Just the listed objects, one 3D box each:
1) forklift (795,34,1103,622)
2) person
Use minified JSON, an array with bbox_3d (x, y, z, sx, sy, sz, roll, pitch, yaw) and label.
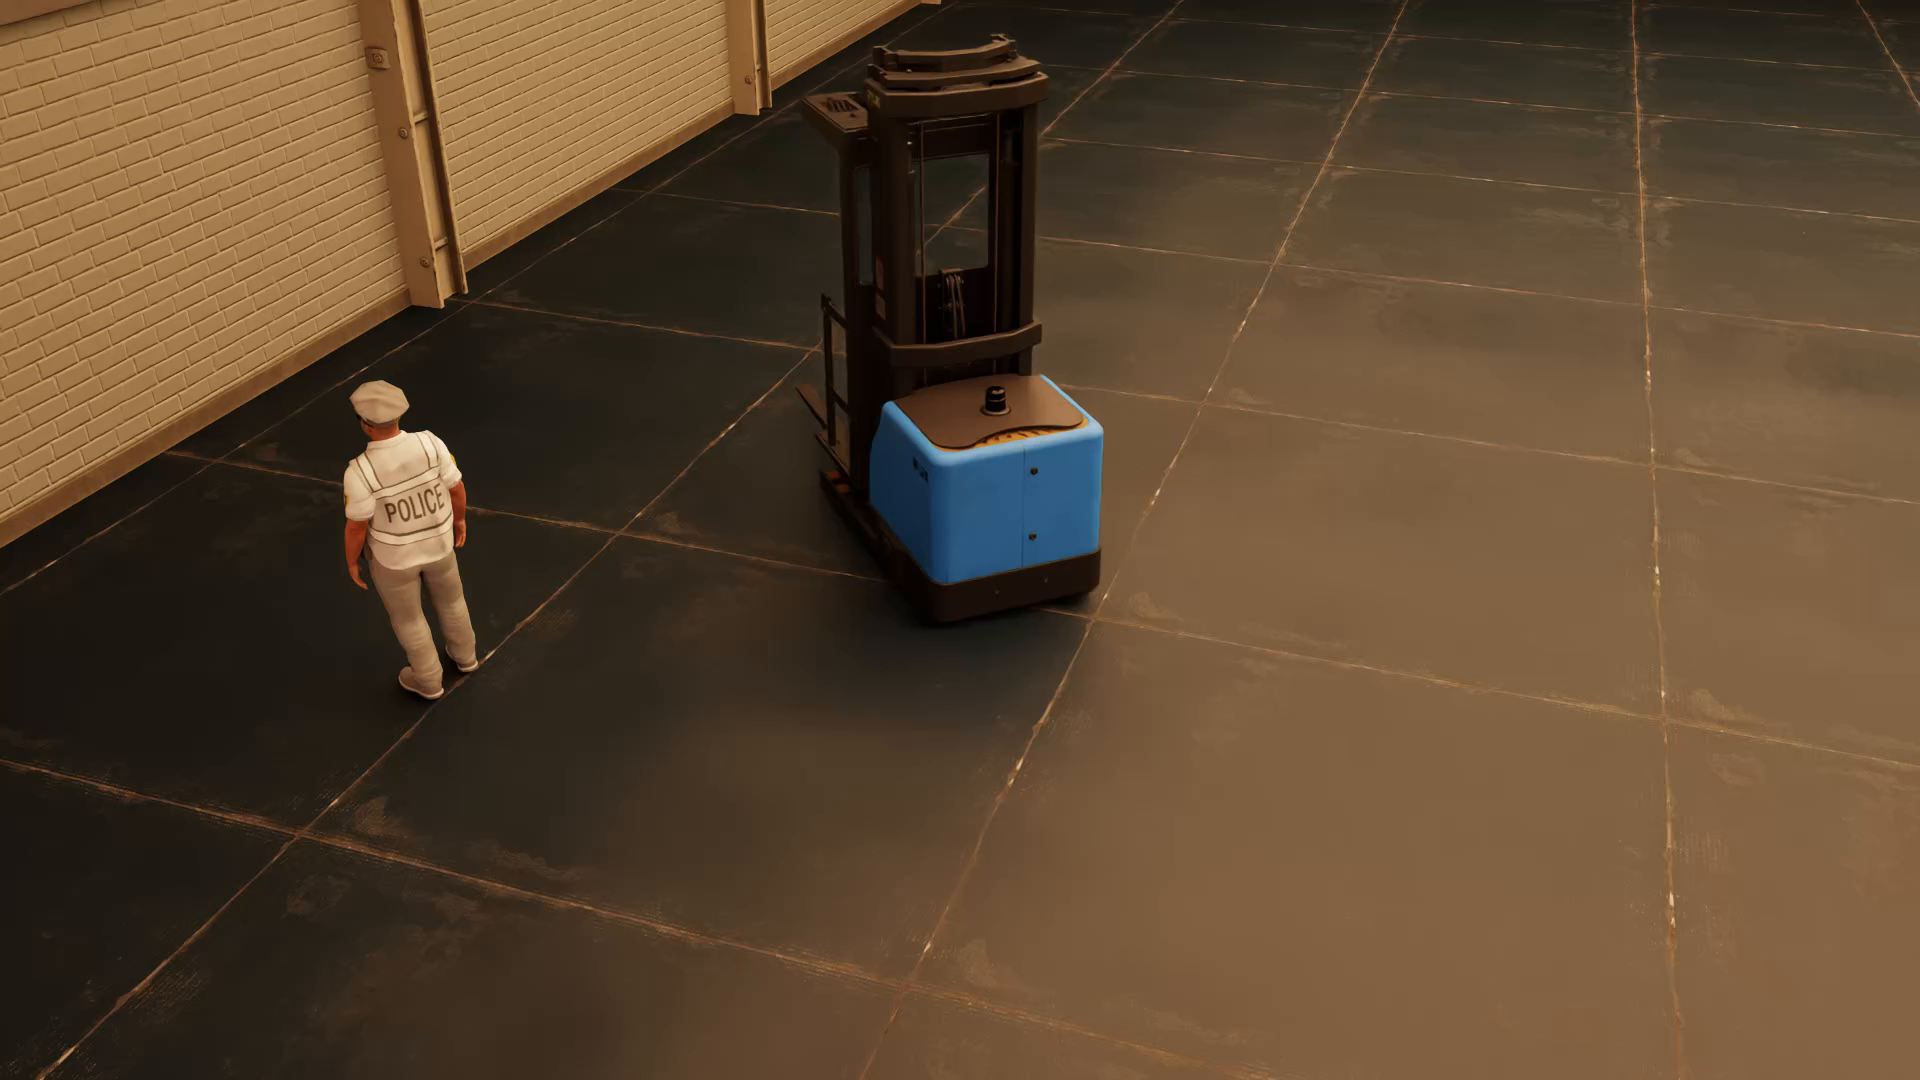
[{"bbox_3d":[-0.243,-1.535,9.829,1.130,2.935,3.031,-12,32,-20],"label":"forklift"},{"bbox_3d":[-2.778,-0.010,8.301,0.638,1.781,0.577,-23,37,-34],"label":"person"}]
